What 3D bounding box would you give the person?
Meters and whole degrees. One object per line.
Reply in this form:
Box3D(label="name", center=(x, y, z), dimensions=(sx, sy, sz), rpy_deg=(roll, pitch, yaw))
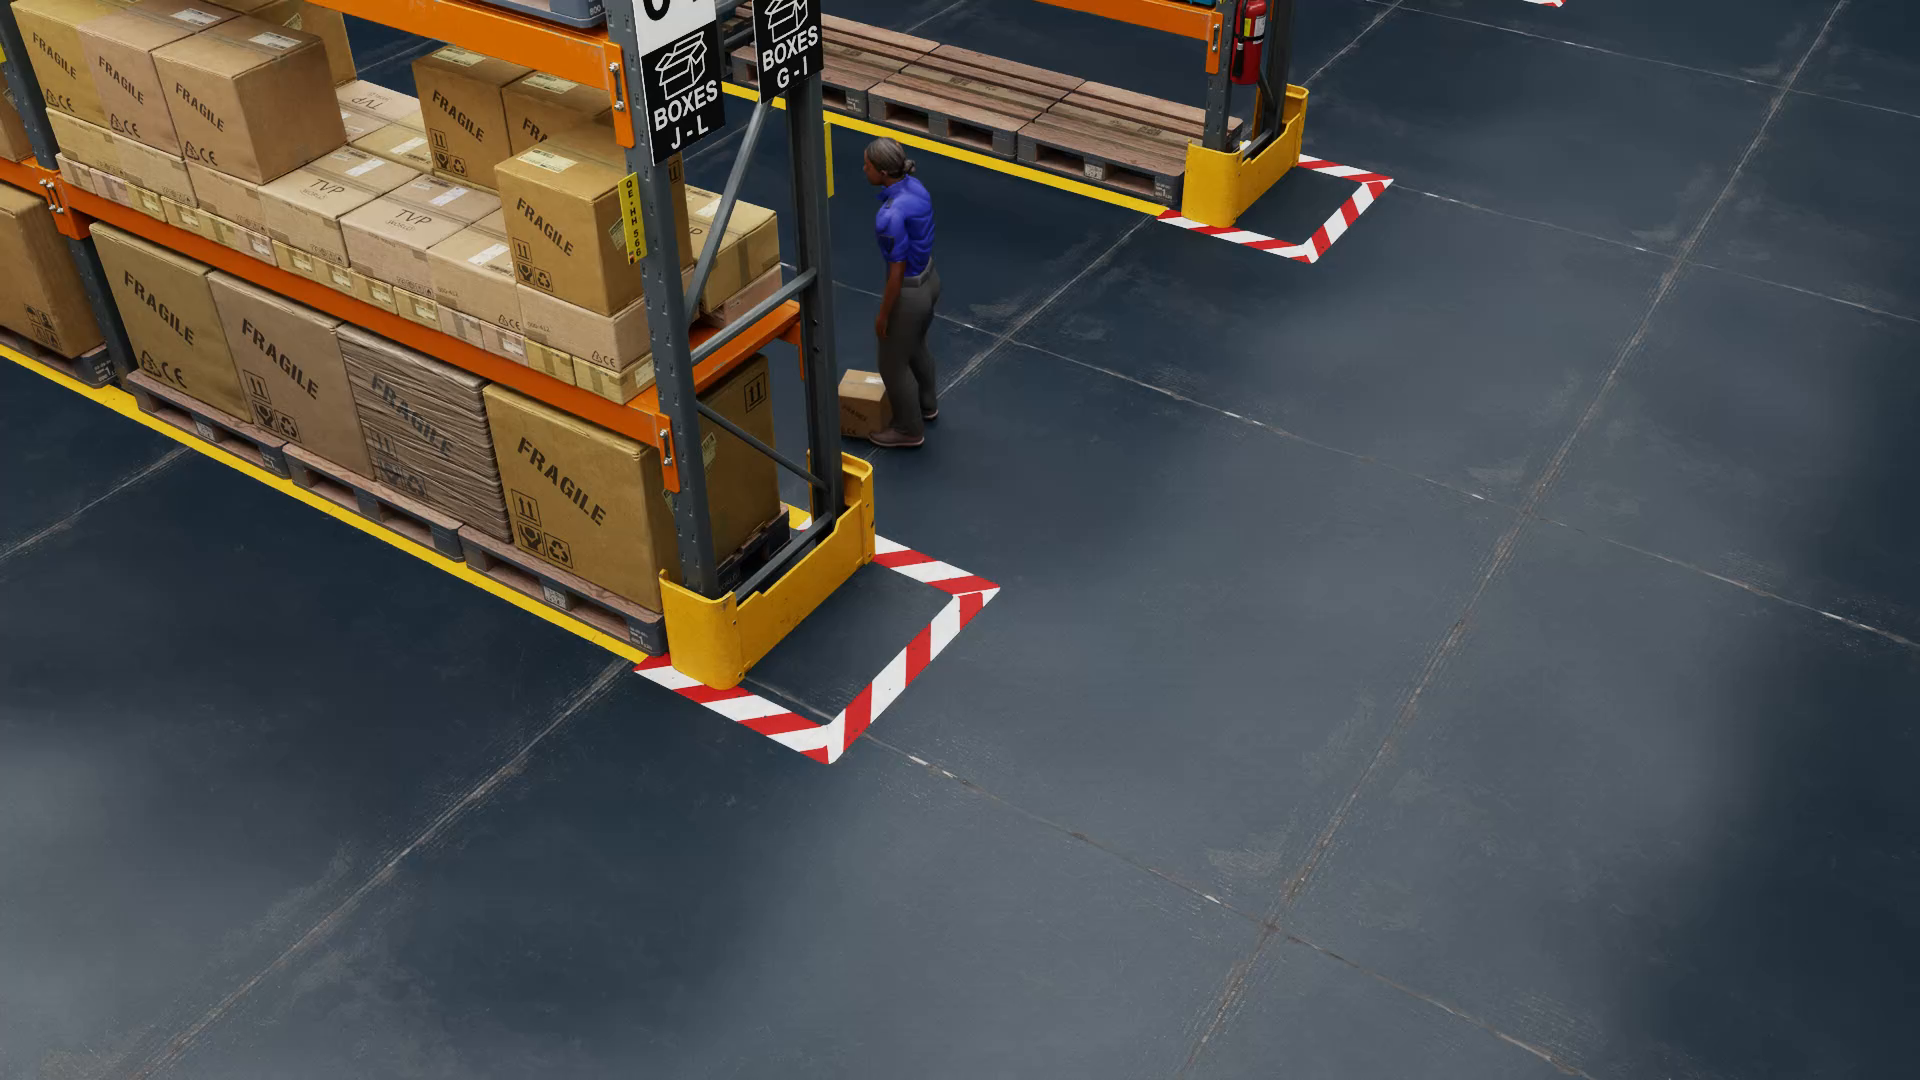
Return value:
Box3D(label="person", center=(-0.281, -1.222, 8.211), dimensions=(0.346, 1.656, 0.531), rpy_deg=(10, 40, 13))
